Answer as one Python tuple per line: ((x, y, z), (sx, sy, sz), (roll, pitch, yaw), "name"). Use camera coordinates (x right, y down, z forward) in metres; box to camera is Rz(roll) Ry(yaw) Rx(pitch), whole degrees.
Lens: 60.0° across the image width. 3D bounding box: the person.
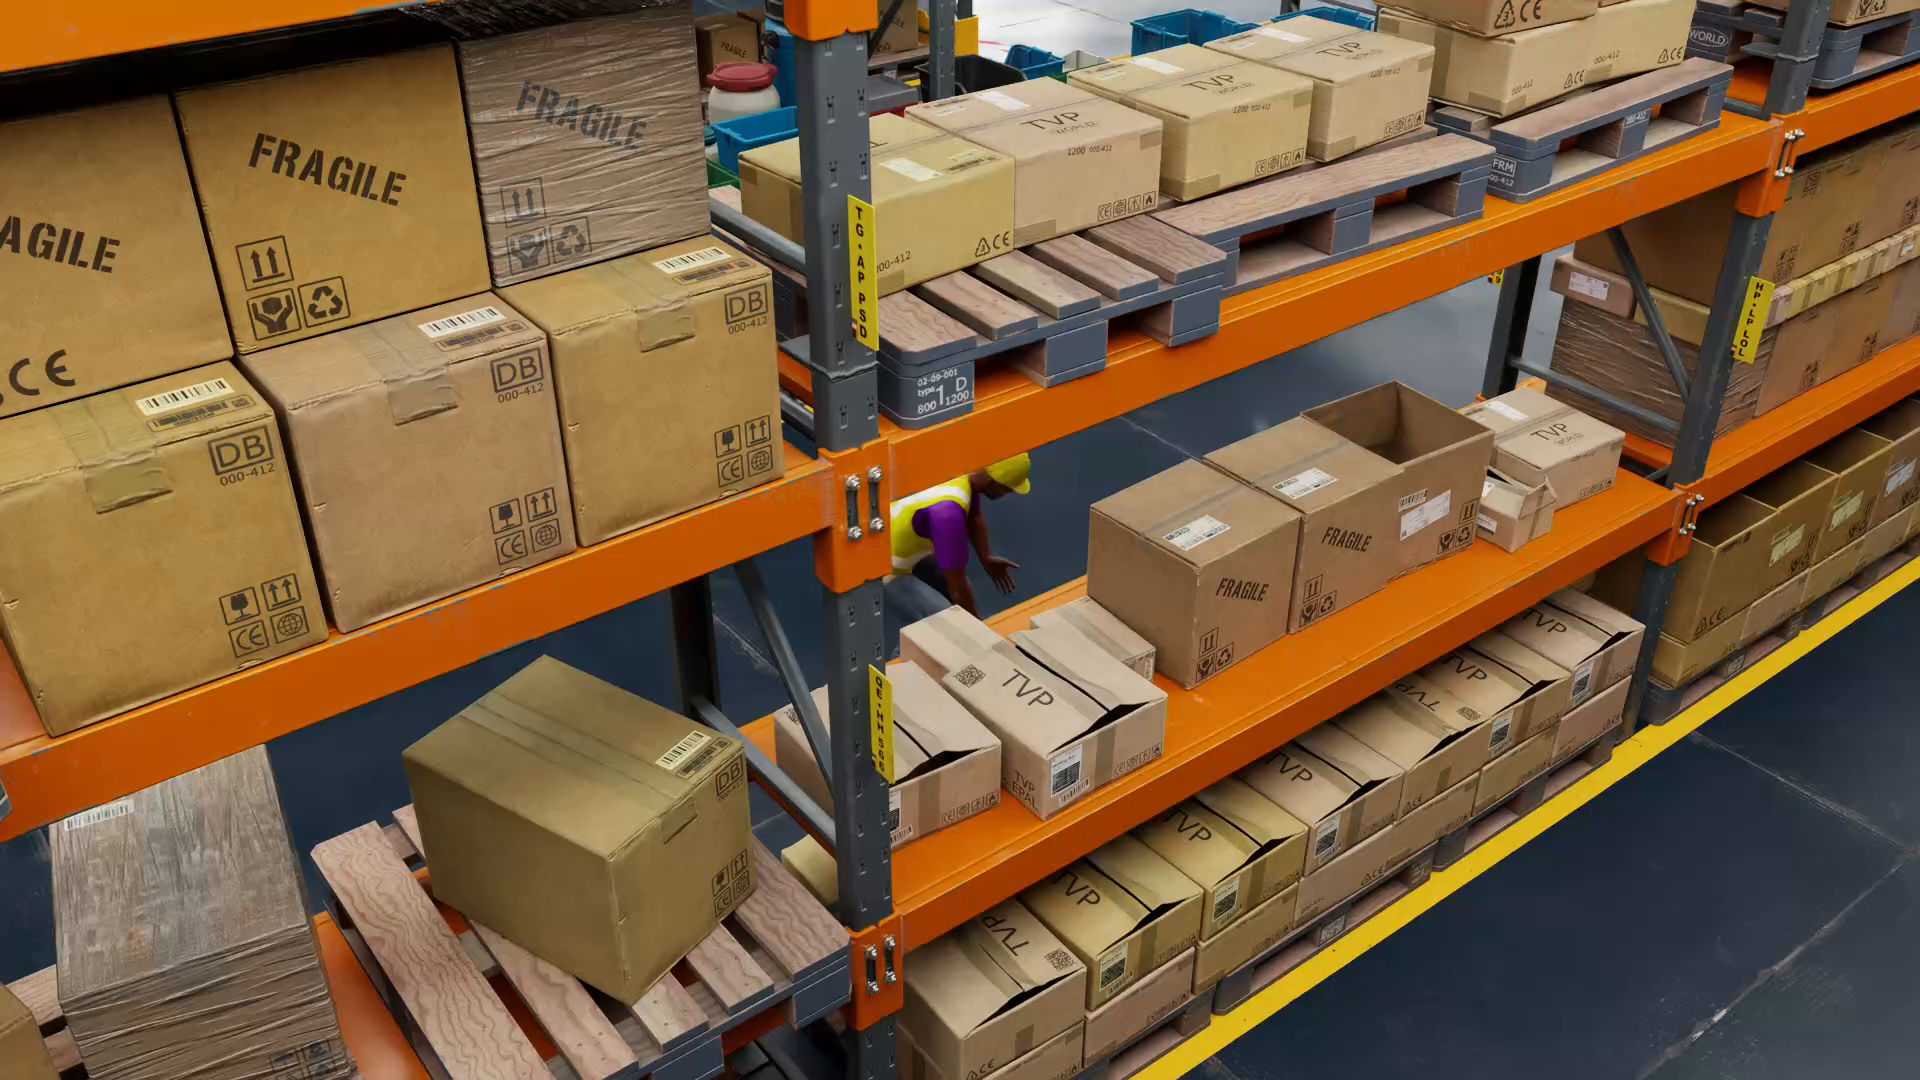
((-0.013, 0.353, 7.441), (0.980, 0.858, 0.546), (4, 32, 7), "person")
